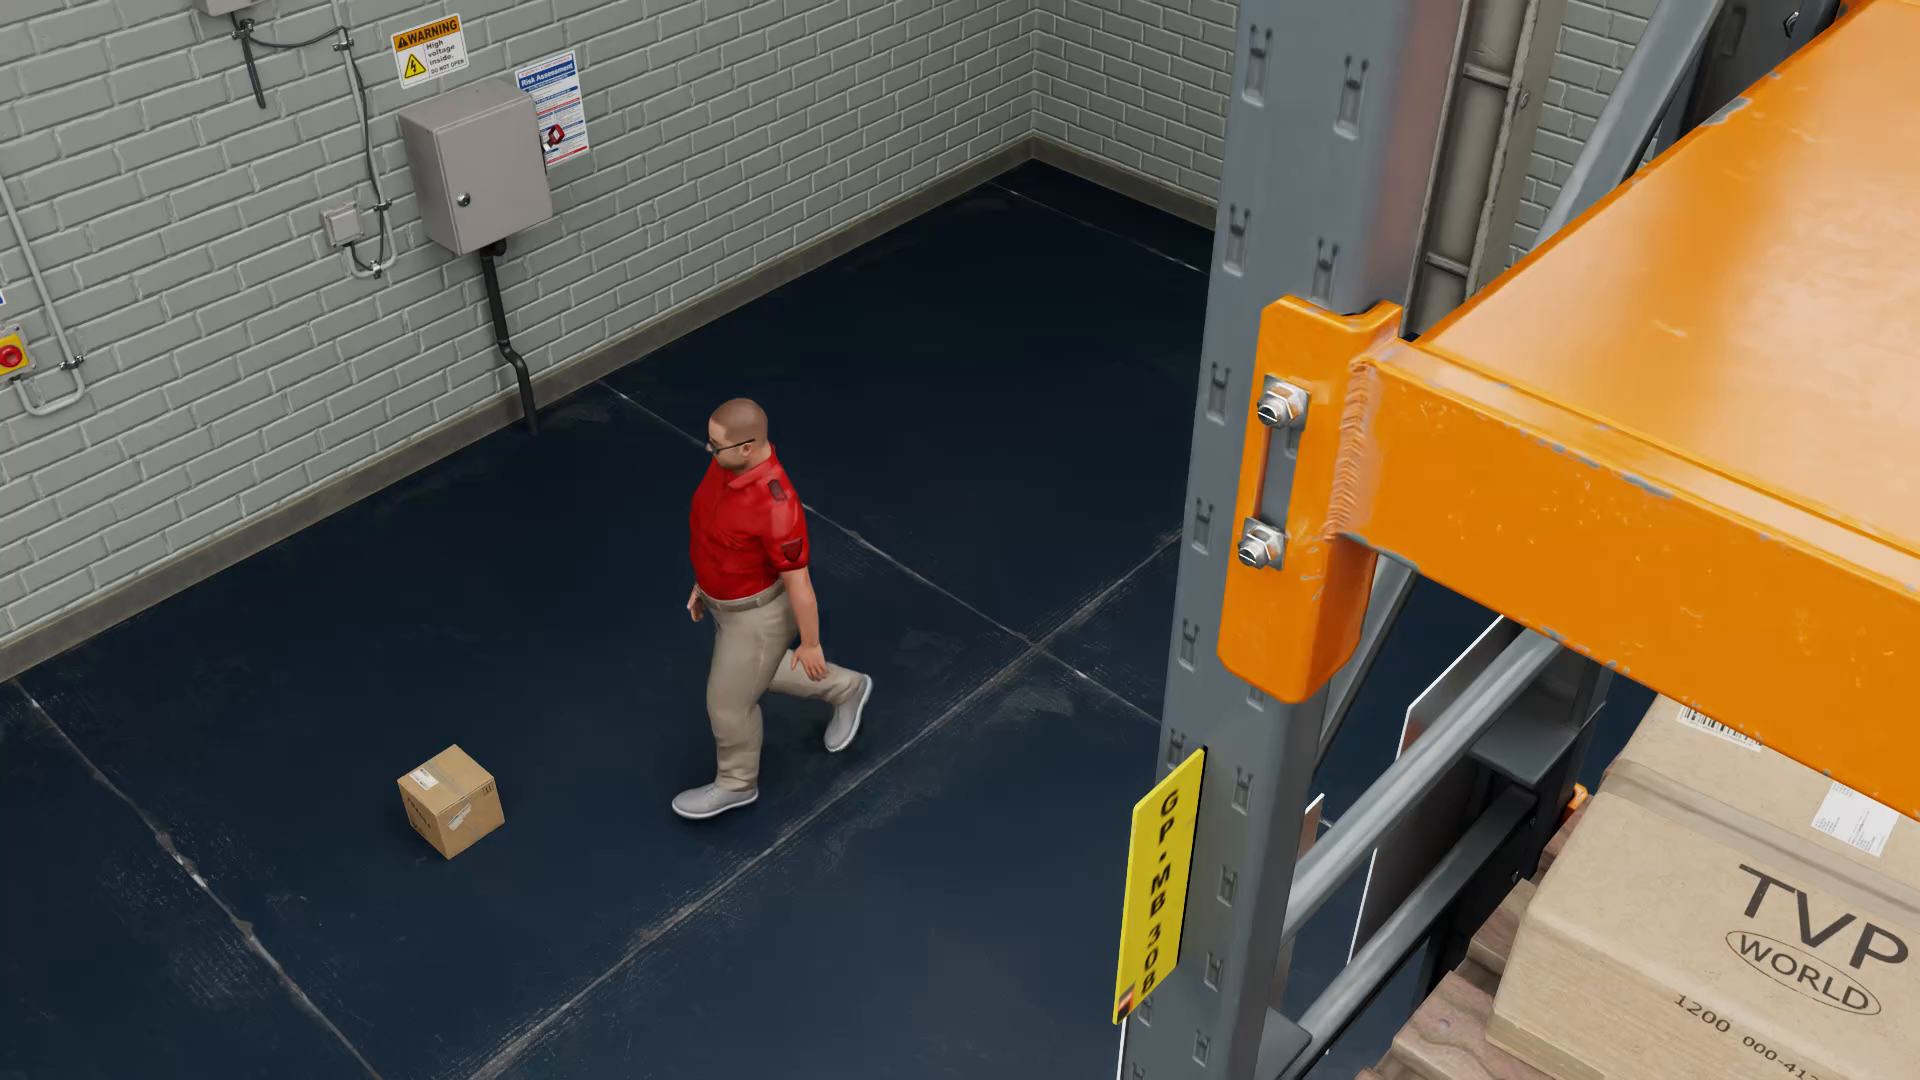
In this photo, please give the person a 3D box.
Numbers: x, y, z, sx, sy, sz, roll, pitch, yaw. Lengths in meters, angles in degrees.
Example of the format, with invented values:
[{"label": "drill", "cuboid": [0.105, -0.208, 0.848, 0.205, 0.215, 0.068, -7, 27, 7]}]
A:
[{"label": "person", "cuboid": [-0.708, 0.223, 5.899, 0.855, 1.687, 0.590, -13, 41, -15]}]
